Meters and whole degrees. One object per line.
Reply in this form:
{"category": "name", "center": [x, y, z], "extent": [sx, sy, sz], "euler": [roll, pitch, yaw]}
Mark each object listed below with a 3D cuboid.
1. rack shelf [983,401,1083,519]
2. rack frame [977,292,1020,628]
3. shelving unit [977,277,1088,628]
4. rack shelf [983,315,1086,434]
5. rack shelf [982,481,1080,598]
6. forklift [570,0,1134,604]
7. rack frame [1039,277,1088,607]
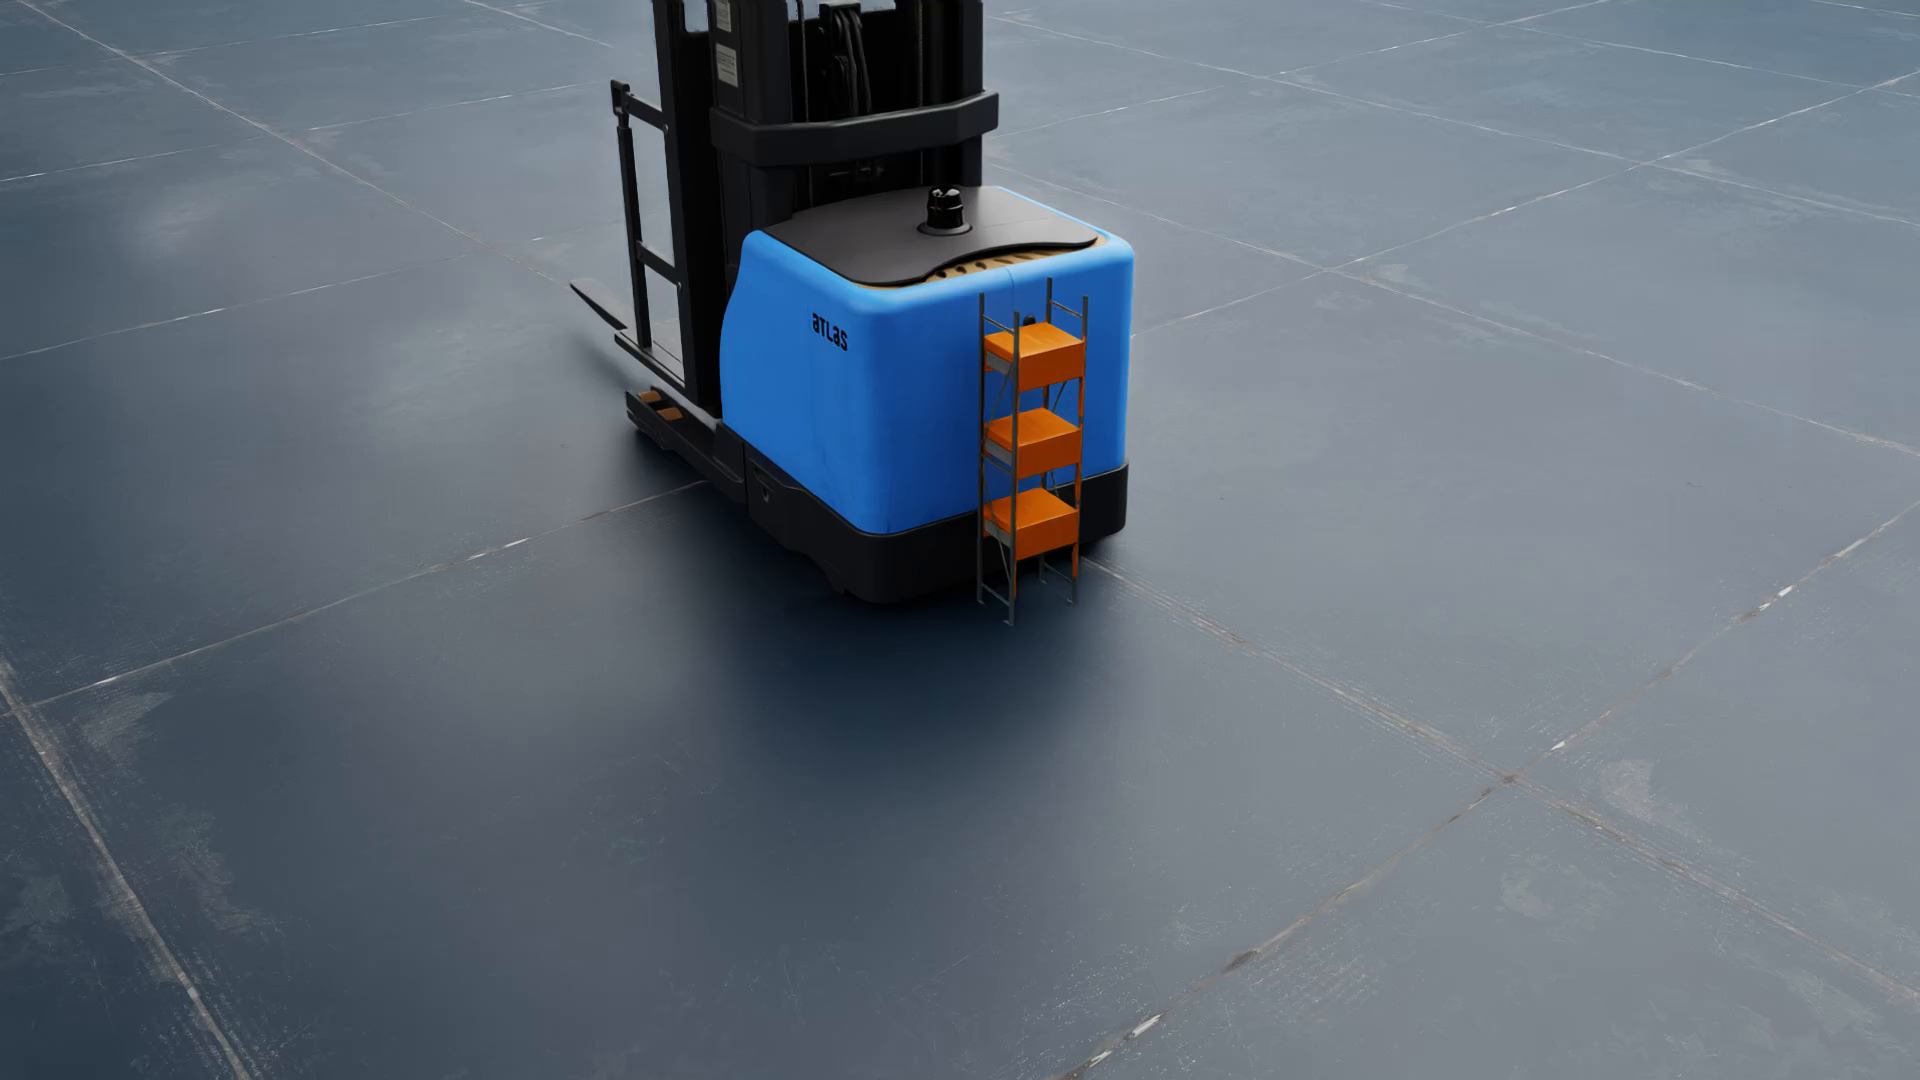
{"category": "rack shelf", "center": [0.216, -0.248, 5.123], "extent": [0.240, 0.259, 0.215], "euler": [-17, 32, -28]}
{"category": "rack frame", "center": [0.113, -0.227, 5.060], "extent": [0.008, 1.050, 0.200], "euler": [-17, 32, -28]}
{"category": "shelving unit", "center": [0.216, -0.258, 5.118], "extent": [0.252, 1.050, 0.215], "euler": [-17, 32, -28]}
{"category": "rack shelf", "center": [0.216, -0.499, 4.989], "extent": [0.240, 0.259, 0.215], "euler": [-17, 32, -28]}
{"category": "rack shelf", "center": [0.215, -0.003, 5.254], "extent": [0.240, 0.259, 0.215], "euler": [-17, 32, -28]}
{"category": "forklift", "center": [-0.650, -1.743, 5.902], "extent": [1.130, 2.935, 3.031], "euler": [-17, 32, -28]}
{"category": "rack frame", "center": [0.318, -0.289, 5.176], "extent": [0.008, 1.050, 0.200], "euler": [-17, 32, -28]}
